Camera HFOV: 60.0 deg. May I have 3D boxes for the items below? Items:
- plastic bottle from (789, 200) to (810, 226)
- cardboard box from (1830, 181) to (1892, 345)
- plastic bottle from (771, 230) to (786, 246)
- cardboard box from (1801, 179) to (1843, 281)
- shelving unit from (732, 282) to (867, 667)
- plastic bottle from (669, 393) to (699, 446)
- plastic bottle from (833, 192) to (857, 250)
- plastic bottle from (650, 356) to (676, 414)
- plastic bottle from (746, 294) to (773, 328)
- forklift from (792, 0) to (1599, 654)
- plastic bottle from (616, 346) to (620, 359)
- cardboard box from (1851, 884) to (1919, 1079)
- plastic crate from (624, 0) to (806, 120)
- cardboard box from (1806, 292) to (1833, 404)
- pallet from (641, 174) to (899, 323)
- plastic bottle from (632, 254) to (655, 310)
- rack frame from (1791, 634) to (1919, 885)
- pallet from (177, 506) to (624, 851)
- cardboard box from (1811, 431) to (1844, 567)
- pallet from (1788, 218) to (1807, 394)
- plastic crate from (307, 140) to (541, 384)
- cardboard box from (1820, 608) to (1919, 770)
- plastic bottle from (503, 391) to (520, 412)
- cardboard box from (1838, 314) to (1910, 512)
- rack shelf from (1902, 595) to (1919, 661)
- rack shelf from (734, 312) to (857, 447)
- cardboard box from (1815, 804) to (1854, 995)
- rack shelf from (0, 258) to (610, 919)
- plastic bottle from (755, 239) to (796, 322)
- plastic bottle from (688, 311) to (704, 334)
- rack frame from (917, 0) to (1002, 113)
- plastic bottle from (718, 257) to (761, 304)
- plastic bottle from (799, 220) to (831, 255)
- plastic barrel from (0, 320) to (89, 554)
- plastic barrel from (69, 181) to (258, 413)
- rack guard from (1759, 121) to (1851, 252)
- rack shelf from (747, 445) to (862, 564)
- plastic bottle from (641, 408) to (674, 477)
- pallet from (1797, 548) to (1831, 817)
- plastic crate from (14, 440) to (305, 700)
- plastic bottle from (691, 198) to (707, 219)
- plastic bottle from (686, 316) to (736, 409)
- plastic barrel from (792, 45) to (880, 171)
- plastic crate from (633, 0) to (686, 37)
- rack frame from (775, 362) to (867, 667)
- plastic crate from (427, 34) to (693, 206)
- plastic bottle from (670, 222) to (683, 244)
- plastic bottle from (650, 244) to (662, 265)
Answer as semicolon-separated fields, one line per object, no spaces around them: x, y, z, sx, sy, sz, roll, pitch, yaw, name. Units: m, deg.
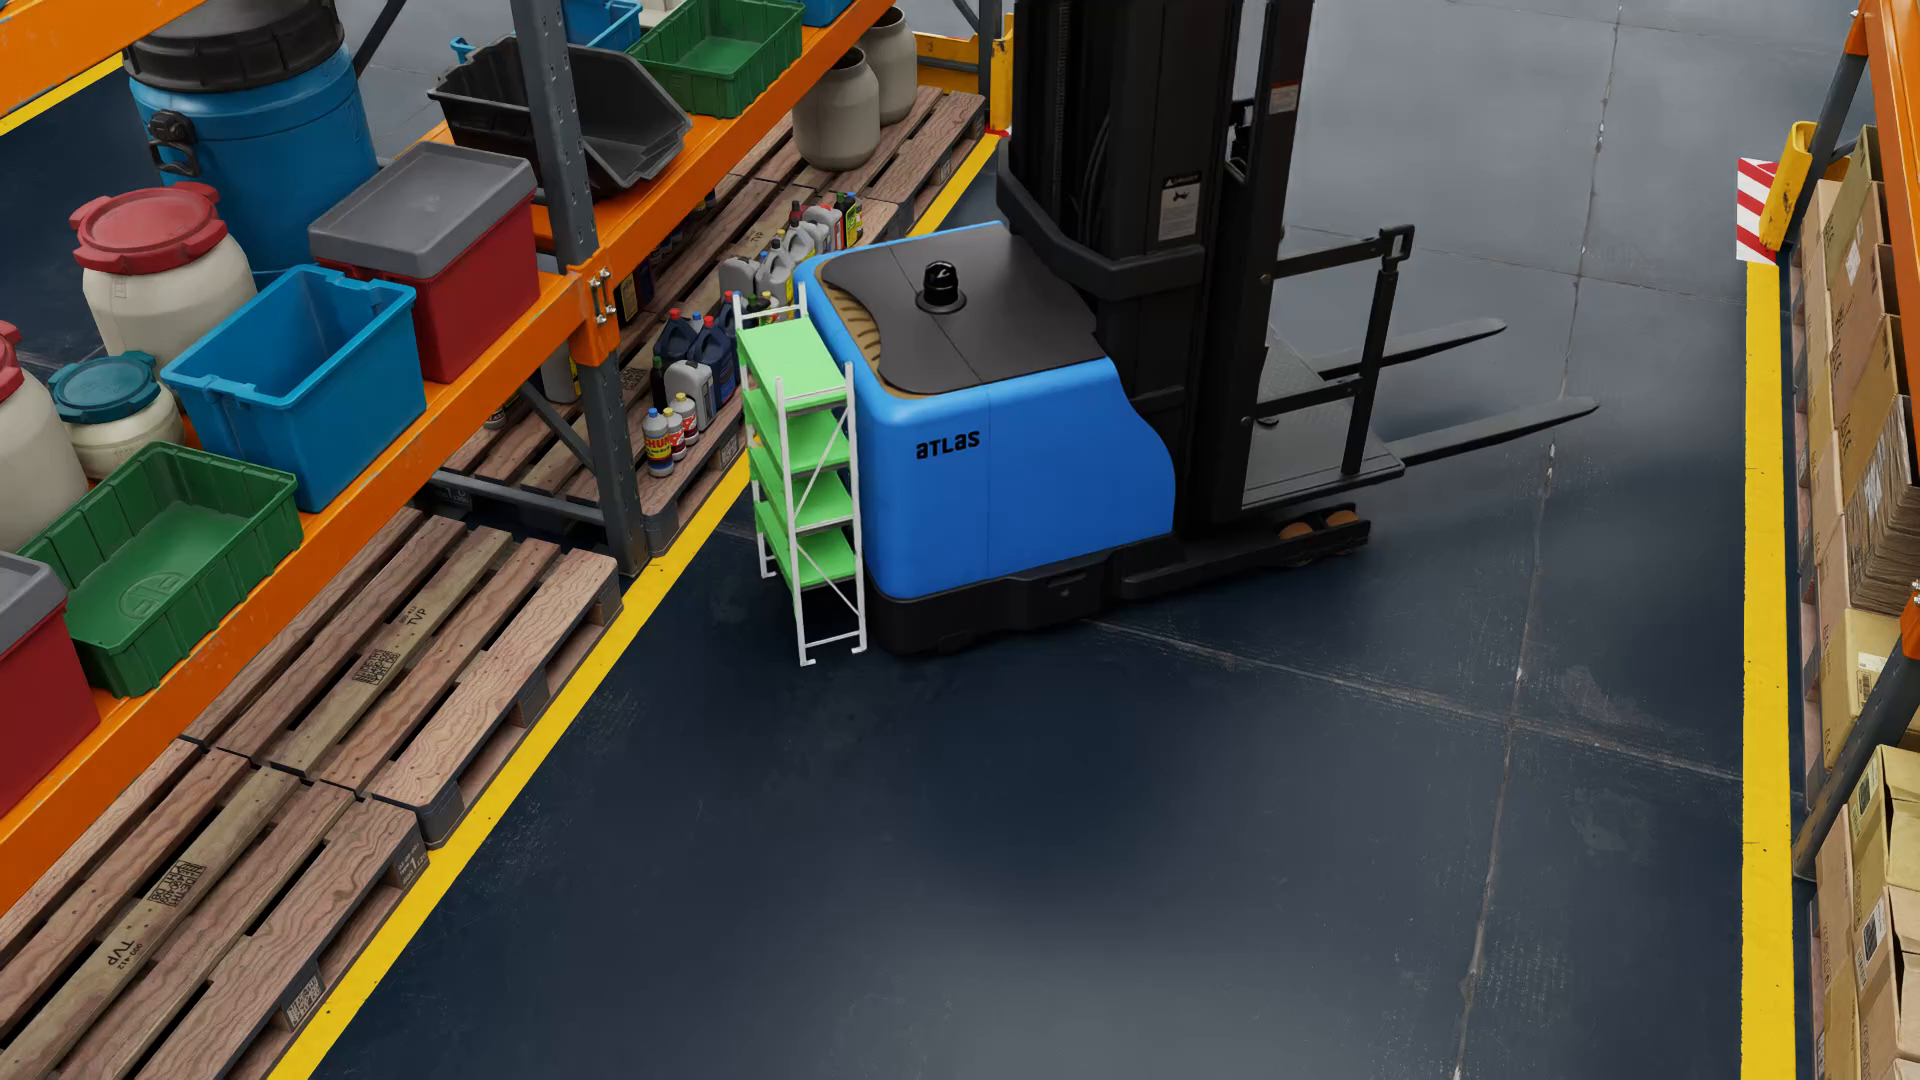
-0.699;-1.374;7.304;0.061;0.283;0.133;13;42;15;plastic bottle
3.662;-0.989;6.315;0.500;0.500;0.500;13;42;15;cardboard box
-0.770;-1.252;7.223;0.097;0.201;0.097;0;40;0;plastic bottle
3.991;-1.316;7.277;0.500;0.250;0.500;13;42;15;cardboard box
-0.527;-0.200;5.560;0.258;1.200;0.503;-14;42;-16;shelving unit
-1.048;-0.466;6.303;0.097;0.201;0.097;0;40;0;plastic bottle
-0.509;-1.423;7.361;0.061;0.283;0.133;14;43;16;plastic bottle
-1.133;-0.600;6.396;0.061;0.283;0.133;13;42;15;plastic bottle
-0.812;-0.883;6.728;0.061;0.283;0.133;15;43;17;plastic bottle
0.978;-1.321;5.540;3.031;2.935;1.130;-14;42;-16;forklift
-1.476;-0.830;6.671;0.152;0.276;0.135;13;42;15;plastic bottle
2.464;1.133;3.974;0.500;0.311;0.500;13;42;15;cardboard box
-0.909;-1.827;6.244;0.450;0.188;0.662;13;42;15;plastic crate
3.652;-0.706;6.561;0.500;0.250;0.500;13;42;15;cardboard box
-0.954;-1.229;7.527;1.003;0.211;1.213;13;42;15;pallet
-1.353;-1.122;7.008;0.061;0.283;0.133;13;42;15;plastic bottle
3.015;-0.041;3.987;1.000;3.000;0.127;13;42;15;rack frame
-1.870;0.406;5.612;1.003;0.211;1.213;13;42;15;pallet
3.306;-0.097;5.847;0.500;0.250;0.500;13;42;15;cardboard box
4.161;-0.944;7.194;1.003;0.211;1.213;13;42;15;pallet
-1.516;-0.804;4.831;0.402;0.464;0.583;13;42;15;plastic crate
2.968;0.514;5.131;0.500;0.250;0.500;13;42;15;cardboard box
-1.784;-0.643;6.447;0.061;0.283;0.133;15;43;17;plastic bottle
3.318;-0.379;5.601;0.500;0.500;0.500;13;42;15;cardboard box
2.331;1.453;2.790;1.077;0.370;4.000;13;42;15;rack shelf
-0.527;-0.516;5.290;0.258;0.148;0.480;-14;42;-16;rack shelf
2.644;1.037;4.519;0.500;0.250;0.500;12;42;14;cardboard box
-2.322;0.351;4.082;1.077;0.370;4.000;13;42;15;rack shelf
-0.762;-1.077;6.903;0.144;0.351;0.185;13;42;15;plastic bottle
-1.036;-0.787;6.625;0.097;0.271;0.097;0;40;0;plastic bottle
-0.270;-3.582;8.138;1.000;3.000;0.127;13;42;15;rack frame
-0.910;-1.066;6.948;0.152;0.276;0.135;13;42;15;plastic bottle
-0.646;-1.264;7.180;0.152;0.276;0.135;12;42;14;plastic bottle
-2.422;-0.212;4.082;0.433;0.535;0.433;0;40;0;plastic barrel
-2.172;-0.659;4.607;0.433;0.535;0.433;0;40;0;plastic barrel
4.391;-1.544;7.675;1.175;0.500;0.348;13;42;15;rack guard
-0.527;-0.151;5.601;0.258;0.148;0.480;-14;42;-16;rack shelf
-1.117;-0.369;6.134;0.097;0.271;0.097;0;40;0;plastic bottle
3.326;0.544;5.449;1.003;0.211;1.213;13;42;15;pallet
-1.969;0.063;4.028;0.450;0.188;0.662;13;42;15;plastic crate
-1.219;-1.585;7.614;0.097;0.201;0.097;0;40;0;plastic bottle
-0.972;-0.702;6.464;0.144;0.351;0.185;14;43;16;plastic bottle
-0.595;-2.071;7.960;0.421;0.512;0.421;0;40;0;plastic barrel
-1.321;-2.089;6.590;0.530;0.136;0.437;13;42;15;plastic crate
-0.440;-0.052;5.386;0.240;1.200;0.015;-14;42;-16;rack frame
-1.340;-1.410;5.639;0.767;0.338;0.504;13;42;15;plastic crate
-1.301;-1.466;7.420;0.097;0.271;0.097;0;40;0;plastic bottle
-1.369;-1.318;7.301;0.097;0.201;0.097;0;40;0;plastic bottle
